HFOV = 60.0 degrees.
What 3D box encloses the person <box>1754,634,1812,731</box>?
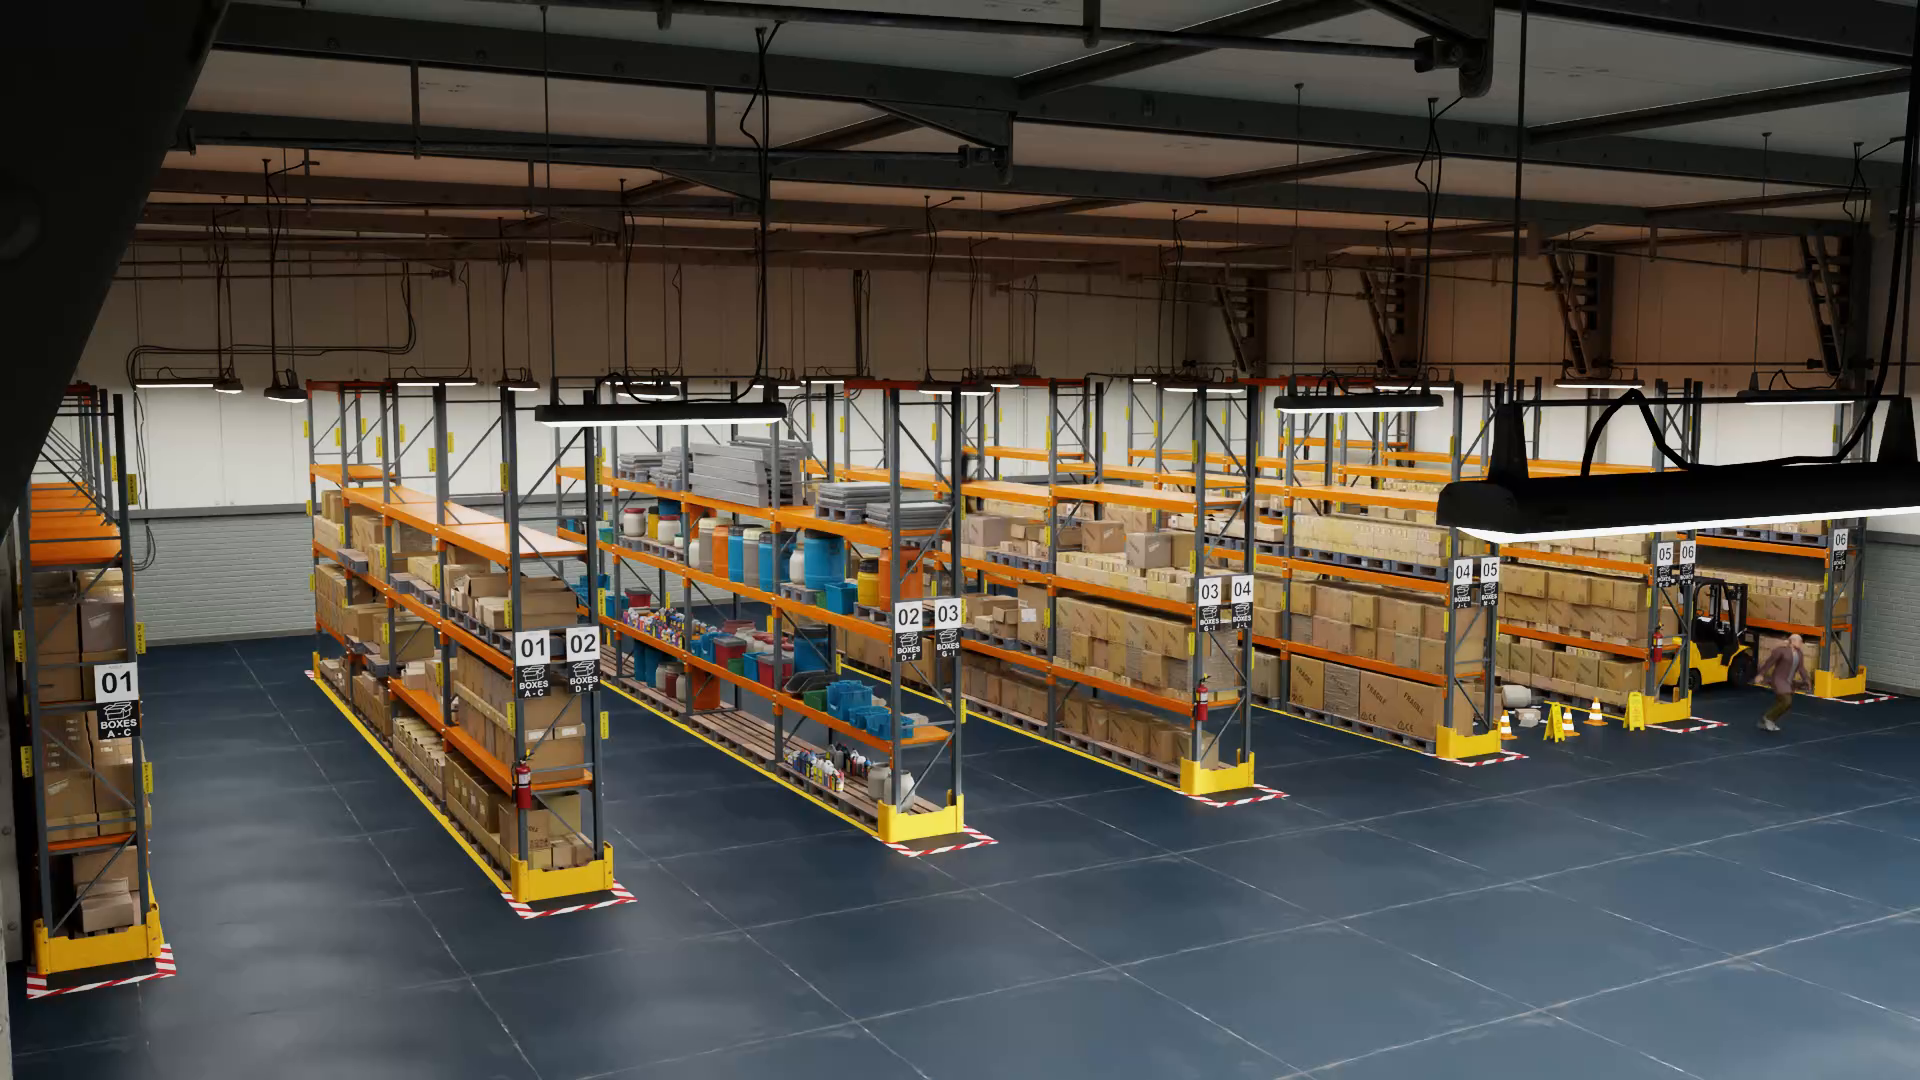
[{"bbox_3d":[14.128,2.441,28.473,0.664,1.722,0.786,-4,7,-30],"label":"person"}]
